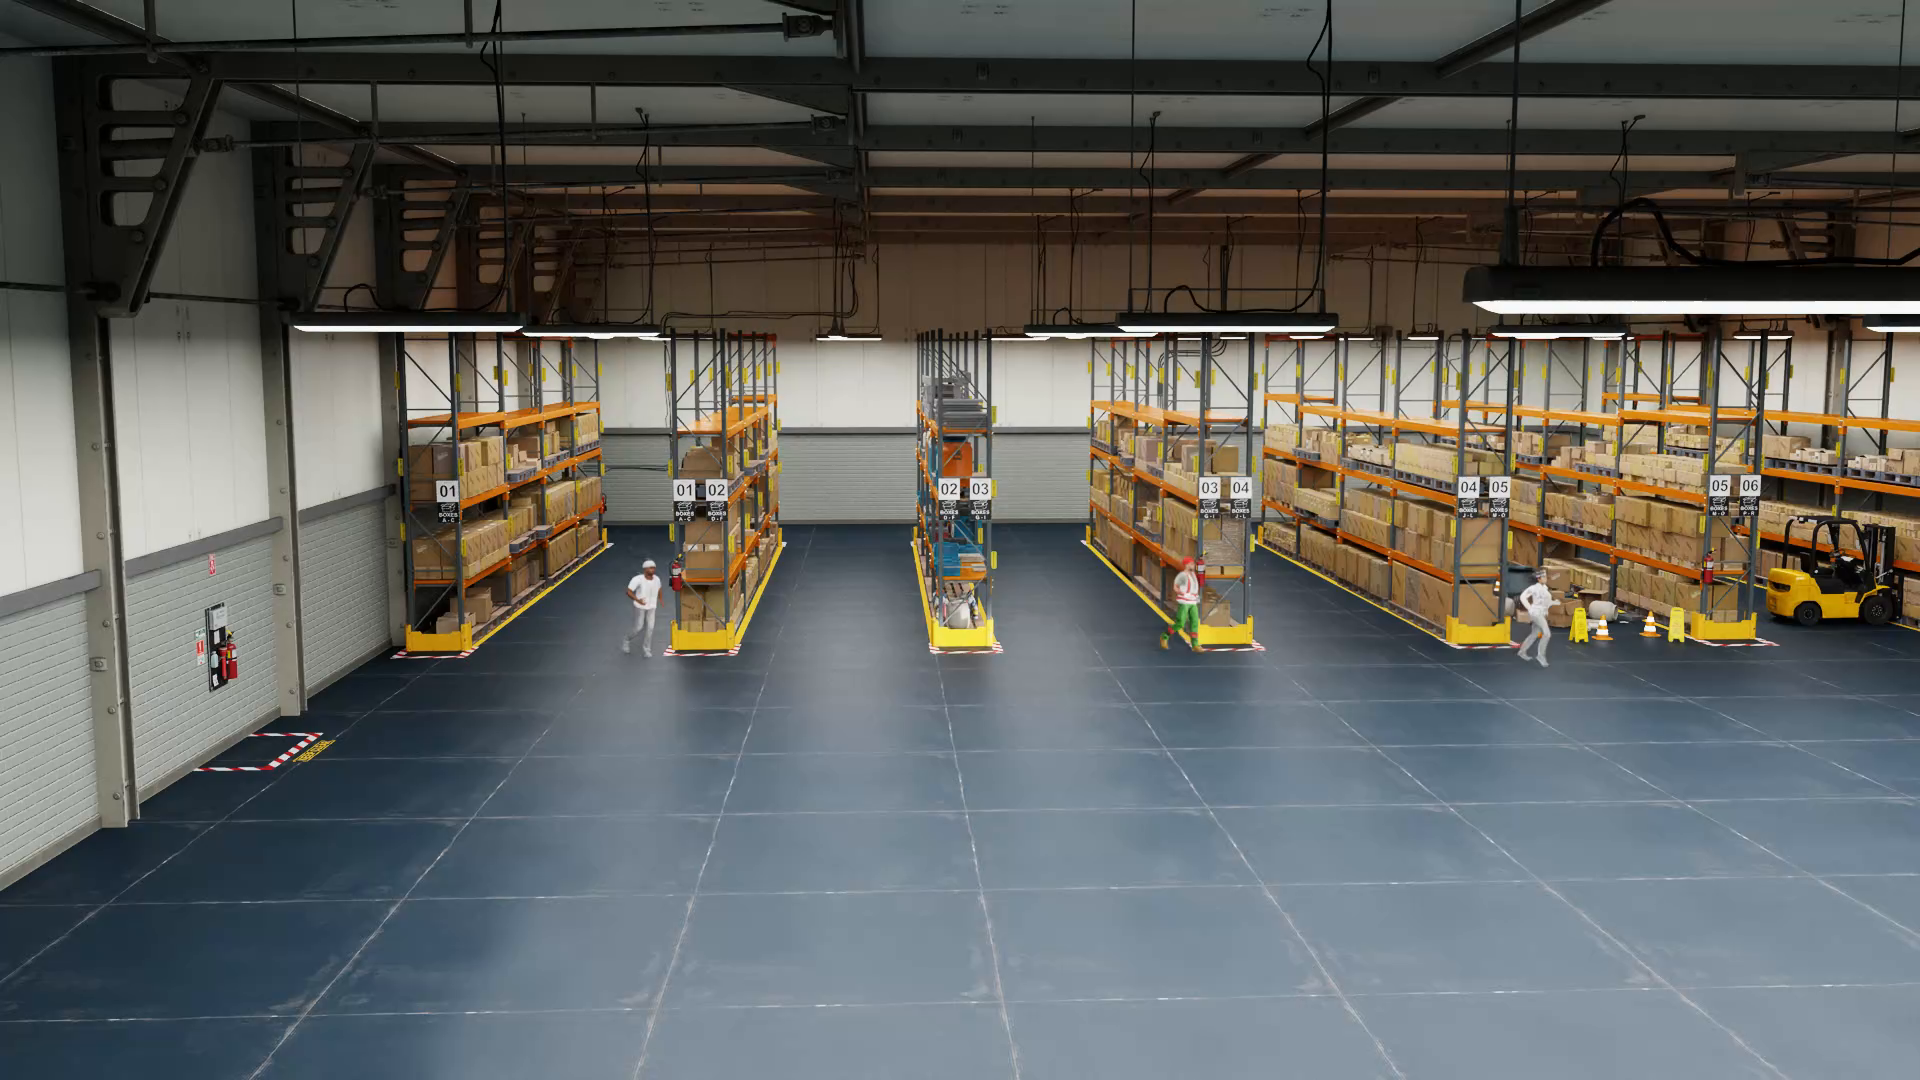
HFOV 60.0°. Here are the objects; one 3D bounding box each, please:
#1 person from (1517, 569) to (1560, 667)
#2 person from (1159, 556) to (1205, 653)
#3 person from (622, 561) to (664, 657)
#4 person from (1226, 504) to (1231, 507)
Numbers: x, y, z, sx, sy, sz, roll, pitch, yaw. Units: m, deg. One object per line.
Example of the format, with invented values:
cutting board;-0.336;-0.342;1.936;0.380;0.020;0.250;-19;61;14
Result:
person;10.355;1.389;29.780;0.747;1.751;0.592;6;9;42
person;4.239;1.183;30.978;0.977;1.761;0.712;6;9;43
person;-5.771;1.243;30.647;0.767;1.741;0.871;-6;9;-40
person;7.419;-0.664;46.805;0.773;1.729;1.007;1;7;6
